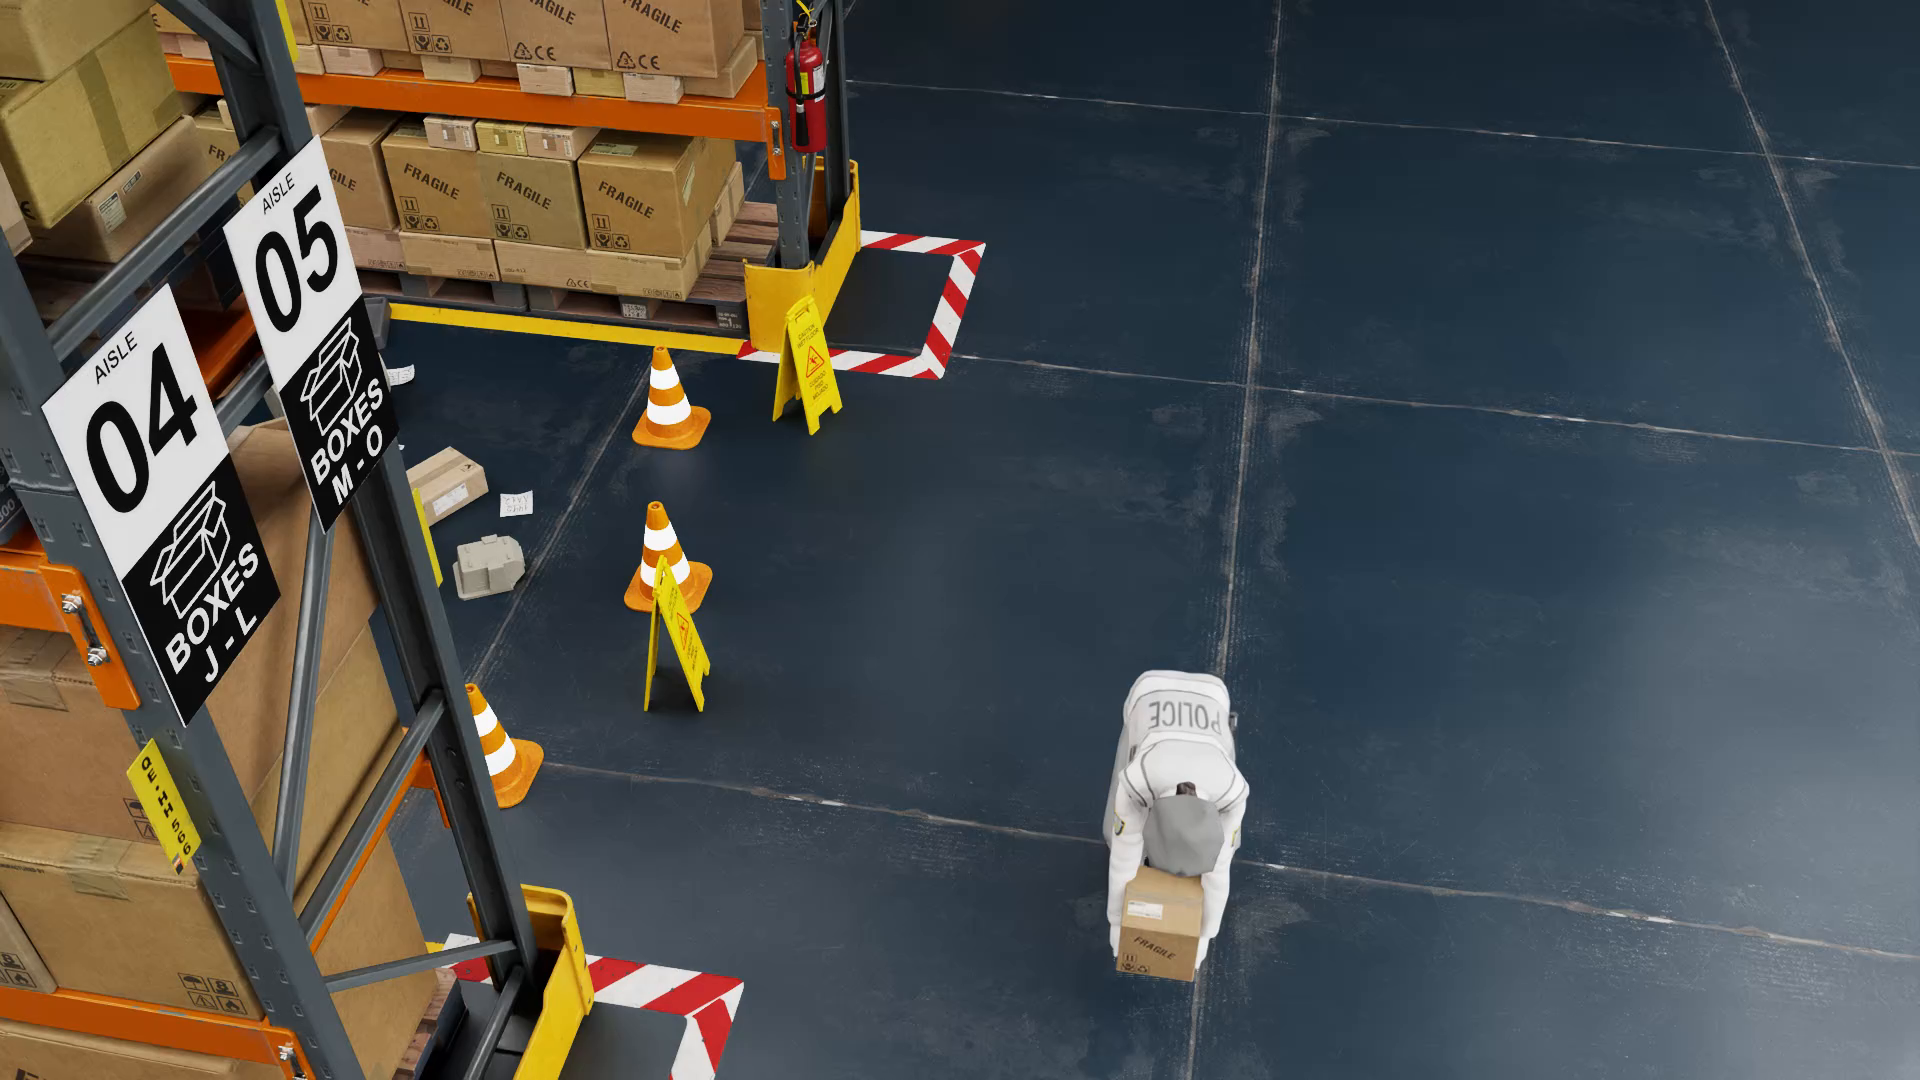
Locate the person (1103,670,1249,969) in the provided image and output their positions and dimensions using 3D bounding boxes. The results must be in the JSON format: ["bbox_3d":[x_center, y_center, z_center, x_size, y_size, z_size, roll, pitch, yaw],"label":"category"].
[{"bbox_3d":[0.711,0.957,5.544,0.462,1.019,0.921,5,41,5],"label":"person"}]
